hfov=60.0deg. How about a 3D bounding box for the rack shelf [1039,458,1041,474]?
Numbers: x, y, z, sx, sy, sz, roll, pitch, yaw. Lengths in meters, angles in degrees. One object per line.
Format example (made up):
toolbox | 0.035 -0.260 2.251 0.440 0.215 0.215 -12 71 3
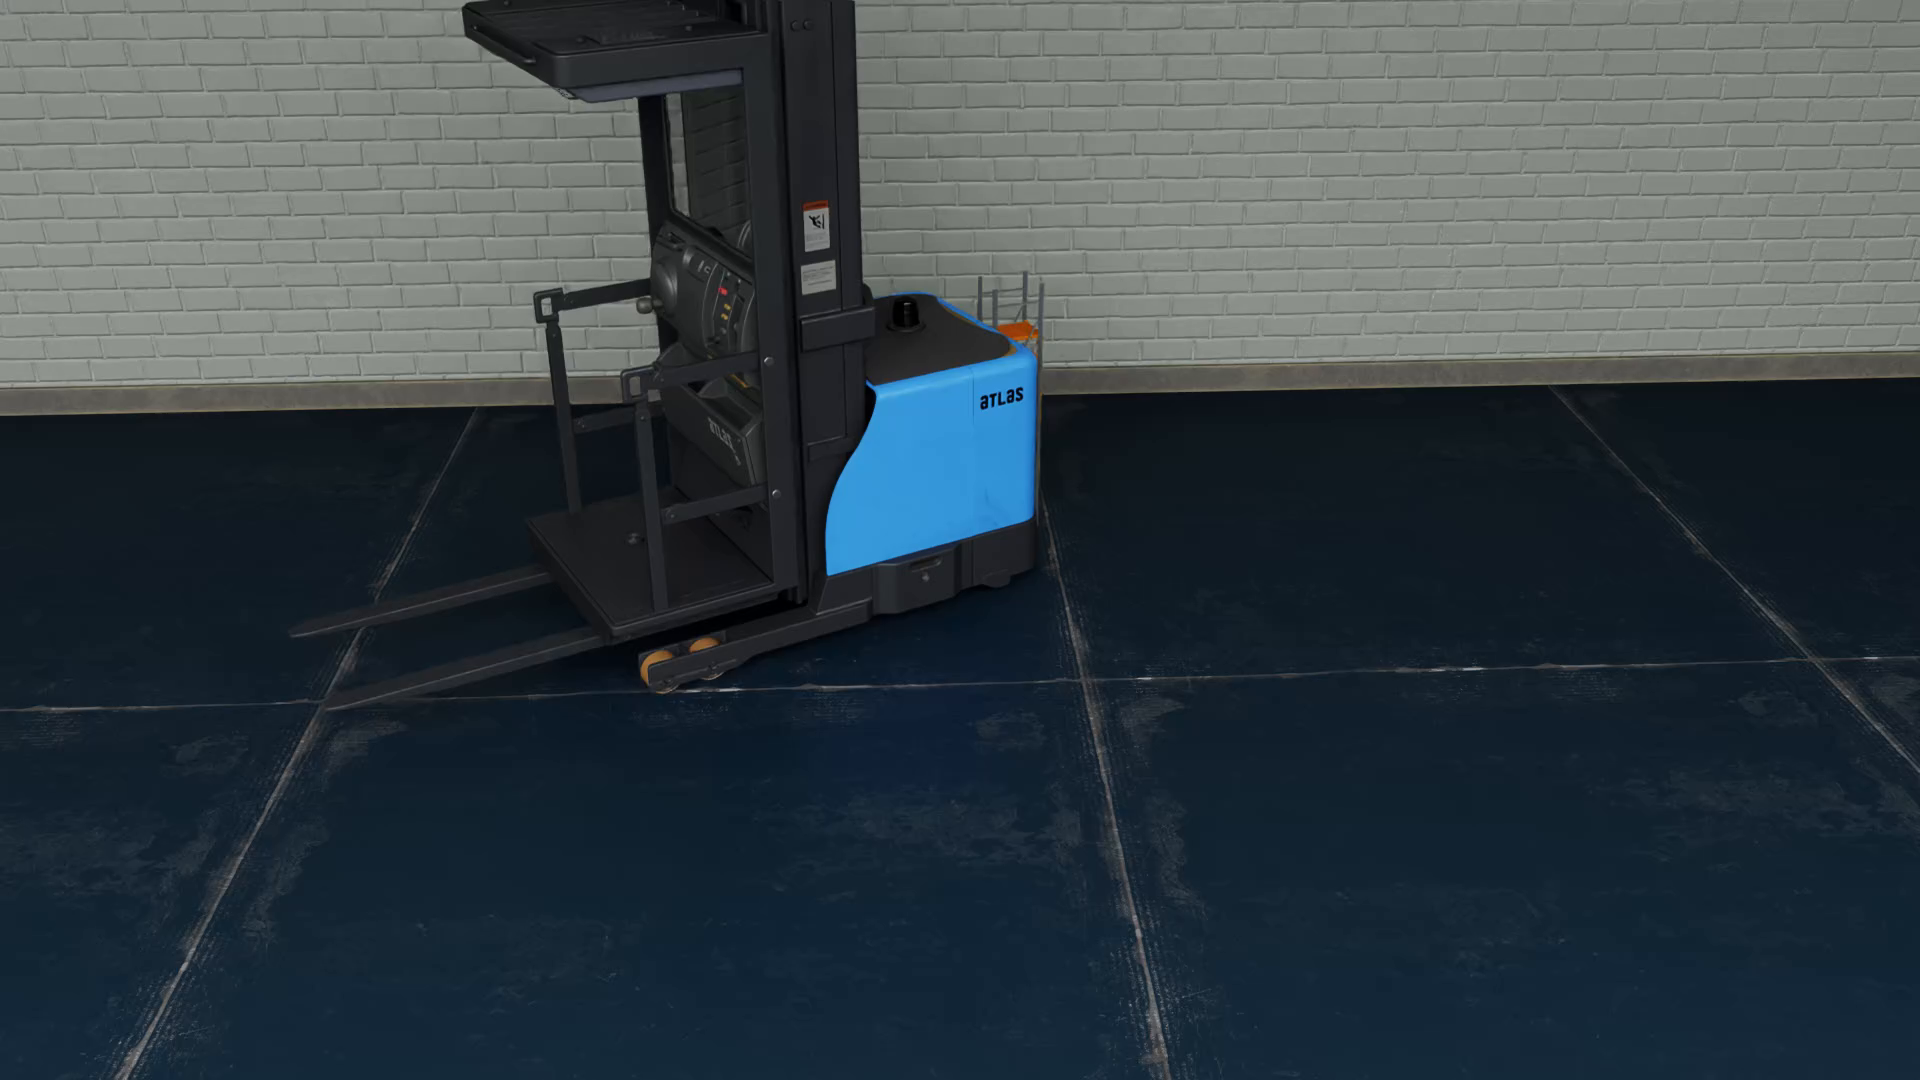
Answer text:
rack shelf | 0.224 -0.368 7.773 0.258 0.103 0.180 -10 29 -19

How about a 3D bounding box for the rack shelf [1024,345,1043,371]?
rack shelf | 0.224 -0.794 7.551 0.258 0.103 0.180 -10 29 -19

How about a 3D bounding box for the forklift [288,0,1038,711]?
forklift | -1.190 -0.971 6.443 3.031 2.935 1.130 -15 31 -27

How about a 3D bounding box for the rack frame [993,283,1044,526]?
rack frame | 0.257 -0.581 7.566 0.240 1.200 0.006 -10 29 -19

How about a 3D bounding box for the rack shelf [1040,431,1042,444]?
rack shelf | 0.224 -0.474 7.718 0.258 0.103 0.180 -10 29 -19

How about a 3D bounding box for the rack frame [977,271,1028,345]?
rack frame | 0.191 -0.660 7.717 0.240 1.200 0.006 -10 29 -19

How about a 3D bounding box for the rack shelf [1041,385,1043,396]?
rack shelf | 0.224 -0.687 7.607 0.258 0.103 0.180 -10 29 -19

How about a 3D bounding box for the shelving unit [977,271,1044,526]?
shelving unit | 0.224 -0.620 7.642 0.258 1.200 0.189 -10 29 -19

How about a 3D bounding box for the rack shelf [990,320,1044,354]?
rack shelf | 0.224 -0.900 7.496 0.258 0.103 0.180 -10 29 -19

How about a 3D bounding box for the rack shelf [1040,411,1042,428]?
rack shelf | 0.224 -0.581 7.662 0.258 0.103 0.180 -10 29 -19
